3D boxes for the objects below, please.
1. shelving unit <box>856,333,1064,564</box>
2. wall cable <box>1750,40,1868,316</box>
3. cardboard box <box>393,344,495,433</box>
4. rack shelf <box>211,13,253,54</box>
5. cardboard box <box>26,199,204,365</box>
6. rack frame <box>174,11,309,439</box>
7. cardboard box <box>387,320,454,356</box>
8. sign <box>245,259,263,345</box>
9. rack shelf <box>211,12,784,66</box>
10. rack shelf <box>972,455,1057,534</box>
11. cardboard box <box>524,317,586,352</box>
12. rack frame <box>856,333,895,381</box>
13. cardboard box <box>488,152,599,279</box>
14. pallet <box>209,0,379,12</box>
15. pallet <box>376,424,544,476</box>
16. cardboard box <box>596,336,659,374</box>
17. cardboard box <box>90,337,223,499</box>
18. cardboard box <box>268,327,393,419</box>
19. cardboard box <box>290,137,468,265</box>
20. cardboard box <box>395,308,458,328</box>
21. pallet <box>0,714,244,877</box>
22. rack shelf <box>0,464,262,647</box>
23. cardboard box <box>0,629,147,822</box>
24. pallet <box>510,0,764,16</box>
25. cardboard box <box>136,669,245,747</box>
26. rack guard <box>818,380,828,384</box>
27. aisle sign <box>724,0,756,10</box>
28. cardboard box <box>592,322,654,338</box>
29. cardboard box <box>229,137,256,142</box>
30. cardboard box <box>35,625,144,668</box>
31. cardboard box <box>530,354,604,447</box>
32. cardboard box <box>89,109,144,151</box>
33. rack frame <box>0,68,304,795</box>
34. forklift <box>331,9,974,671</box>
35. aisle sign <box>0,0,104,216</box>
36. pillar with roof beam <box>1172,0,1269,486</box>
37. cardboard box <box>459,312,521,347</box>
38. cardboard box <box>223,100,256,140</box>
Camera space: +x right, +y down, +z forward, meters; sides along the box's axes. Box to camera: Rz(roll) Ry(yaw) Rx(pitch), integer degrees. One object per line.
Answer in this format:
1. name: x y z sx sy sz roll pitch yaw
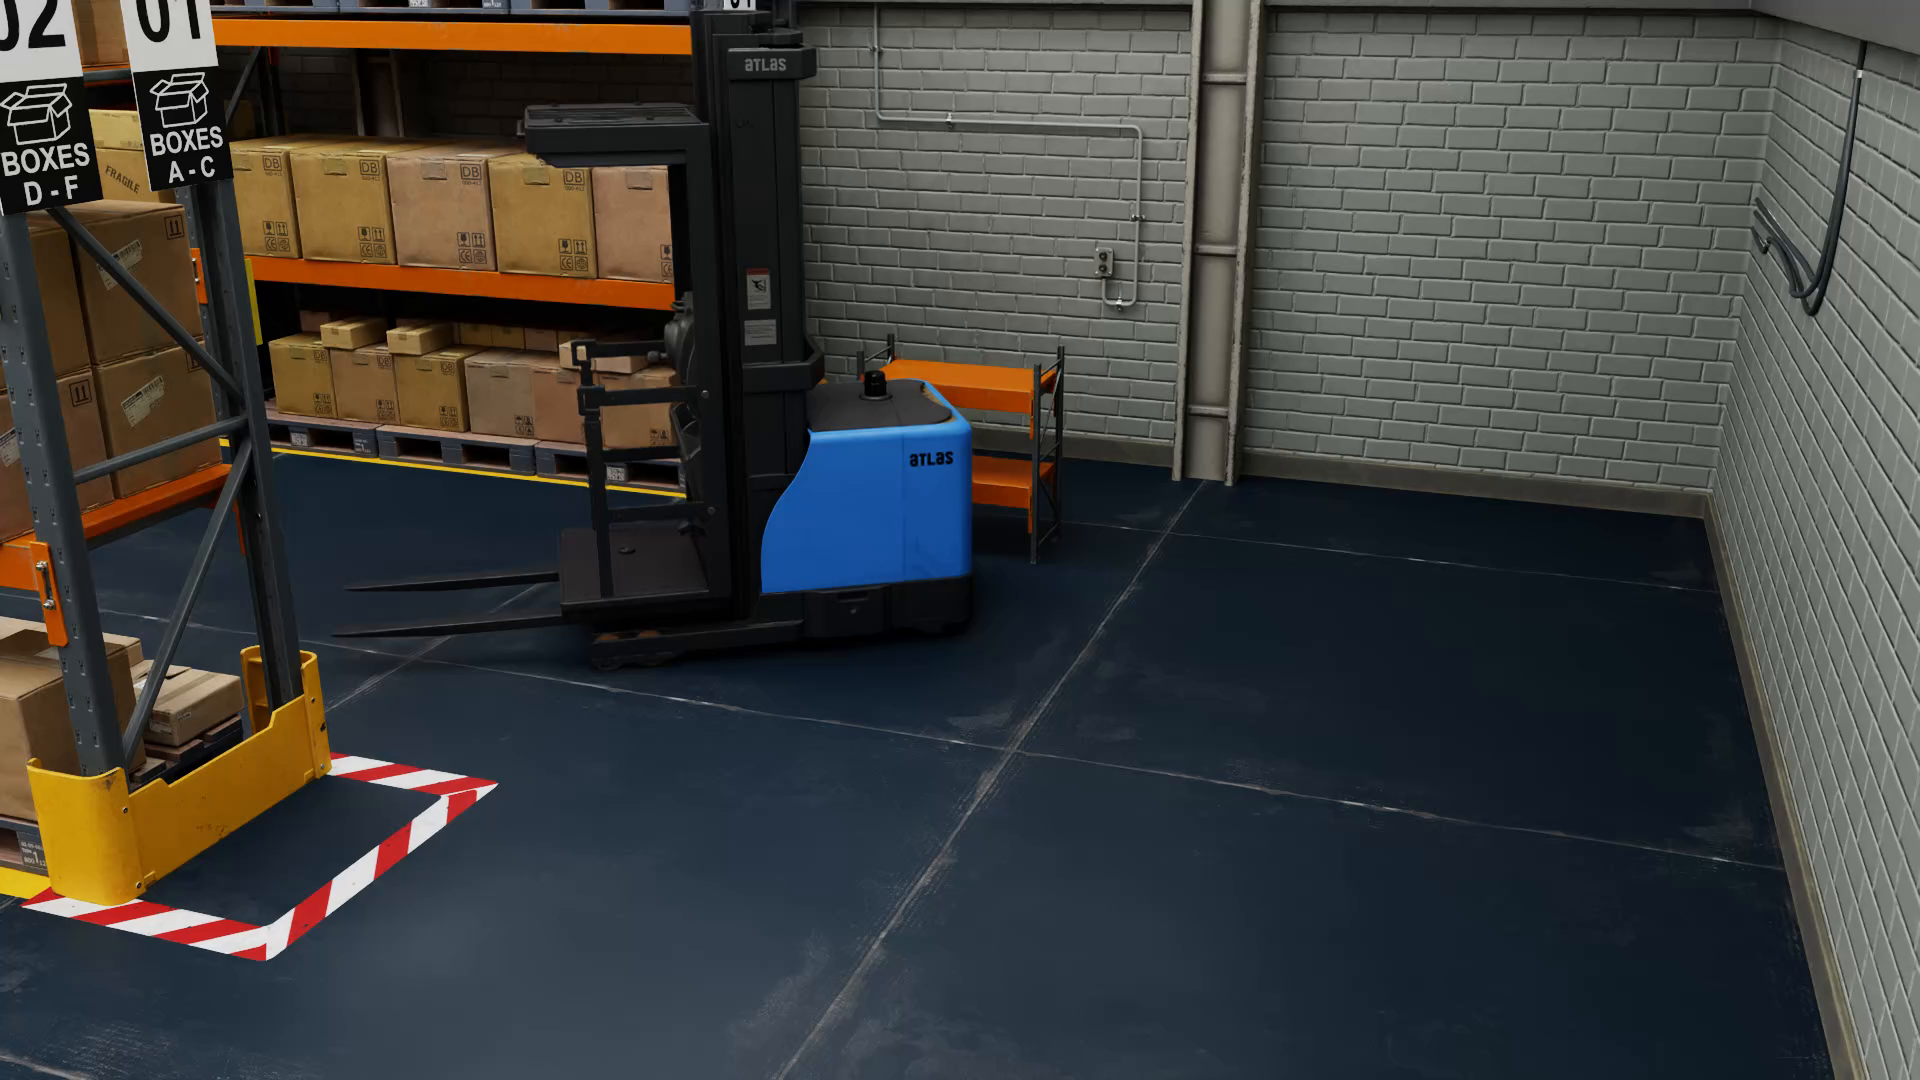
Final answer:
1. shelving unit: 0.006 -0.530 9.389 1.048 1.125 0.538 7 20 18
2. wall cable: 3.990 -2.495 7.781 0.112 2.526 3.097 7 20 18
3. cardboard box: -3.384 -1.077 11.268 0.500 0.500 0.700 7 20 19
4. rack shelf: -6.904 -3.576 11.813 4.000 0.370 1.077 7 20 18
5. cardboard box: -3.191 -0.959 6.101 0.500 0.500 0.500 7 20 20
6. rack frame: -5.014 -2.283 11.568 0.127 3.000 1.000 7 20 18
7. cardboard box: -3.585 -1.344 11.050 0.250 0.149 0.380 6 20 17
8. sign: -2.680 -0.888 6.250 0.005 0.325 0.100 7 20 18
9. rack shelf: -3.125 -3.144 10.573 4.000 0.370 1.077 7 20 18
10. rack shelf: 0.006 -0.300 9.469 1.000 0.278 0.538 7 20 18
11. cardboard box: -2.702 -1.377 11.144 0.250 0.149 0.380 7 20 19
12. rack frame: -0.474 -0.585 9.547 0.032 1.125 0.500 7 20 18
13. cardboard box: -2.412 -2.120 10.644 0.700 0.700 0.980 6 20 18
14. pallet: -4.245 -3.566 10.826 1.213 0.211 1.003 7 20 18
15. pallet: -3.165 -0.728 11.345 1.213 0.211 1.003 7 20 18
16. cardboard box: -2.111 -1.177 10.569 0.250 0.149 0.380 6 20 17
17. cardboard box: -3.191 -0.487 6.265 0.500 0.500 0.500 7 20 19
18. cardboard box: -4.342 -1.188 11.587 0.500 0.500 0.700 7 20 19
19. cardboard box: -3.820 -2.280 11.105 0.700 0.700 0.980 6 20 17
20. cardboard box: -3.666 -1.487 11.460 0.250 0.149 0.380 6 20 16
21. pallet: -3.683 0.913 6.638 1.213 0.211 1.003 7 20 18
22. rack shelf: -4.747 -0.187 6.647 4.000 0.370 1.077 7 20 18
23. cardboard box: -3.452 0.680 6.197 0.500 0.500 0.500 7 20 18
24. pallet: -1.940 -3.302 10.070 1.213 0.211 1.003 7 20 18
25. cardboard box: -3.141 0.676 6.742 0.250 0.149 0.380 7 20 18
26. rack guard: -1.213 -0.668 10.733 0.348 0.500 1.175 7 20 18
27. aisle sign: -1.266 -2.977 9.611 0.004 0.787 0.394 7 20 18
28. cardboard box: -2.225 -1.323 10.988 0.250 0.149 0.380 7 20 18
29. cardboard box: -5.366 -2.608 11.867 0.500 0.500 0.500 6 20 16
30. cardboard box: -3.751 0.580 6.866 0.500 0.250 0.500 7 20 18
31. cardboard box: -2.403 -0.967 10.954 0.500 0.500 0.700 6 20 18
32. cardboard box: -5.539 -2.805 11.293 0.500 0.250 0.500 7 20 19
33. rack frame: -2.858 -0.310 5.909 0.127 3.000 1.000 7 20 18
34. forklift: -1.504 -0.962 7.884 3.031 2.935 1.130 -5 20 -13
35. aisle sign: -2.894 -1.435 5.187 0.004 0.787 0.394 7 20 18
36. pillar with roof beam: 0.186 -3.322 5.436 0.400 9.000 9.100 7 20 18
37. cardboard box: -3.183 -1.432 11.302 0.250 0.149 0.380 6 20 17
38. cardboard box: -5.363 -2.965 11.751 0.500 0.250 0.500 7 20 20
